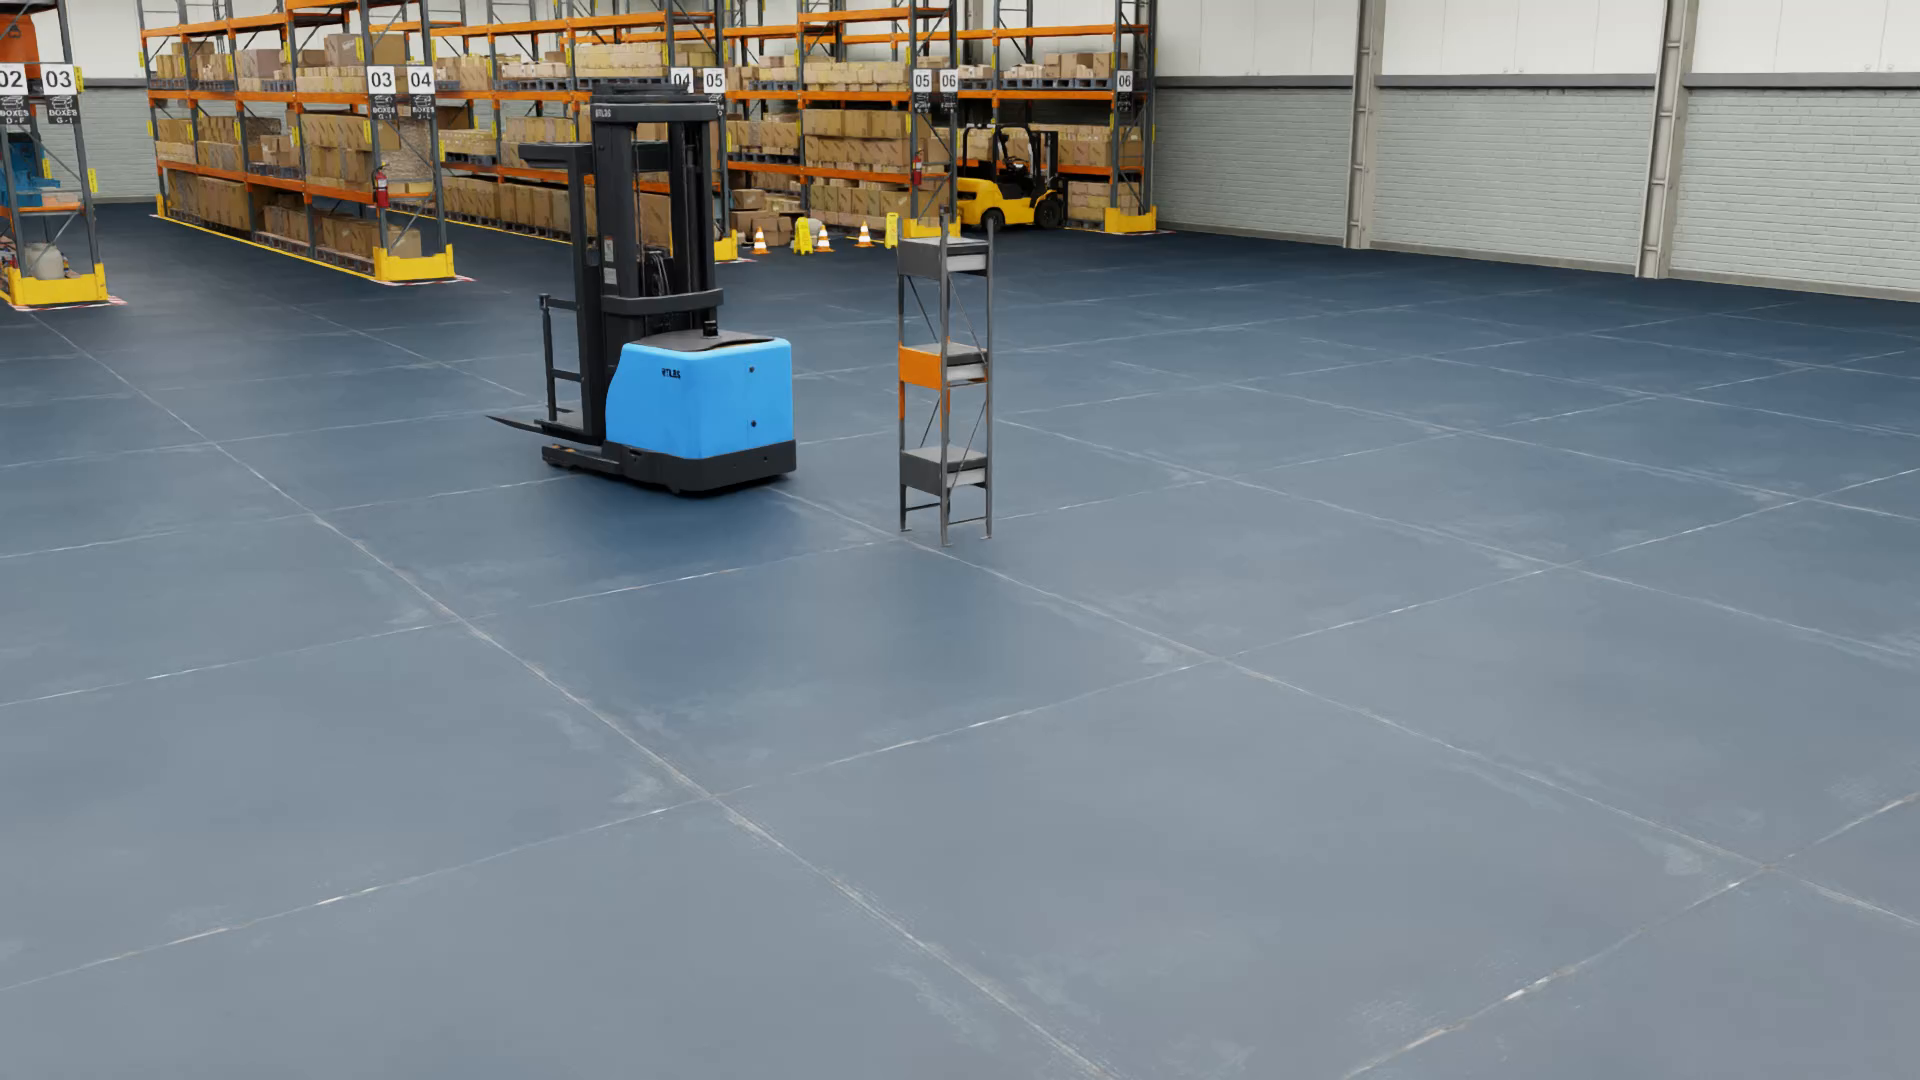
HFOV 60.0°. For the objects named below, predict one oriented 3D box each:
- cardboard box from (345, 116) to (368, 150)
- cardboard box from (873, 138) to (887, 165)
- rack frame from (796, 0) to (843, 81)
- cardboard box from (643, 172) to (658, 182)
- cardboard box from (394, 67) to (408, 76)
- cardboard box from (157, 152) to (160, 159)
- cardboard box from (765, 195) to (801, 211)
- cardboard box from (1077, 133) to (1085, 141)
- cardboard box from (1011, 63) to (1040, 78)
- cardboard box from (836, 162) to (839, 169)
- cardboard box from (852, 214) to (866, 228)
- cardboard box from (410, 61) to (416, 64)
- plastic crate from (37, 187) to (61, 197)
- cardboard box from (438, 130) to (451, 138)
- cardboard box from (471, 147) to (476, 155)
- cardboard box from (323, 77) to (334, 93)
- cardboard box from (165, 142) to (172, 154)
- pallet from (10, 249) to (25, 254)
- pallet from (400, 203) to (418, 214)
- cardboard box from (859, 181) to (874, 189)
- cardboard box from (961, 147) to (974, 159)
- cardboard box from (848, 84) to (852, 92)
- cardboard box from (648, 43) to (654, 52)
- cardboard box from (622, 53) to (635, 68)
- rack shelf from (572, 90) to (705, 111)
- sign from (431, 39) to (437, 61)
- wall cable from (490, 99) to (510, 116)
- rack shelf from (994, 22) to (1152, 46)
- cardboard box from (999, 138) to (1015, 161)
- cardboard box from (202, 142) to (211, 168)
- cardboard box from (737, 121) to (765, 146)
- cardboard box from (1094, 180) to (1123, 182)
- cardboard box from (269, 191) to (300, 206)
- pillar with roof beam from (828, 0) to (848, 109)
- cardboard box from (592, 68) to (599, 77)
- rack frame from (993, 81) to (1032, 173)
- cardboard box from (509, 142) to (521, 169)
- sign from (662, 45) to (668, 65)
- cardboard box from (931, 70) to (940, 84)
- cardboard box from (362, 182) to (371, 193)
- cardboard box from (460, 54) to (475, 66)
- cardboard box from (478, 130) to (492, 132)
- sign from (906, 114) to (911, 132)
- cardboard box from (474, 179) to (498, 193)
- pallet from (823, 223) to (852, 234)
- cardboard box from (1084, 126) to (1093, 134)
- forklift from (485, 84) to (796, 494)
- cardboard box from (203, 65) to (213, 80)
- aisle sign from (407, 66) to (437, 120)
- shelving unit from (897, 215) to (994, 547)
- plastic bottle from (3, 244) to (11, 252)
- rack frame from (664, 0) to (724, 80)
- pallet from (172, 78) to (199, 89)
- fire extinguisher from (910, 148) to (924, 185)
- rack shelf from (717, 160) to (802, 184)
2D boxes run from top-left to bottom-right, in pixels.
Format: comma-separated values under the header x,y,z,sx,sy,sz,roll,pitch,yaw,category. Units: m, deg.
x,y,z,sx,sy,sz,roll,pitch,yaw,category
-9.332,-6.408,26.159,0.500,0.500,0.500,-11,19,-35,cardboard box
-1.327,-7.459,31.896,0.500,0.500,0.500,-11,19,-34,cardboard box
-2.846,-10.835,33.616,1.000,3.000,0.127,-11,19,-35,rack frame
-5.035,-6.556,29.062,0.875,0.550,0.550,-11,19,-35,cardboard box
-8.485,-7.210,25.585,0.380,0.149,0.250,-11,19,-35,cardboard box
-17.976,-8.717,37.719,0.380,0.149,0.250,-11,19,-34,cardboard box
-3.992,-7.289,36.208,0.950,0.372,0.625,-10,18,-33,cardboard box
2.674,-8.419,34.738,0.380,0.149,0.250,-11,19,-35,cardboard box
1.459,-10.152,35.986,0.500,0.311,0.500,-10,18,-33,cardboard box
-2.250,-7.495,33.253,0.380,0.149,0.250,-11,19,-35,cardboard box
-1.798,-6.317,32.887,0.500,0.250,0.500,-12,19,-37,cardboard box
-12.241,-10.792,37.725,0.380,0.149,0.250,-11,19,-35,cardboard box
-13.709,-5.200,24.891,0.530,0.136,0.437,-11,19,-35,plastic crate
-11.318,-8.959,36.679,0.380,0.149,0.250,-11,19,-34,cardboard box
-10.101,-8.229,35.140,0.380,0.149,0.250,-10,18,-34,cardboard box
-9.890,-7.310,26.705,0.500,0.250,0.500,-11,19,-35,cardboard box
-17.250,-8.674,36.807,0.500,0.250,0.500,-12,19,-36,cardboard box
-16.083,-4.712,27.891,1.003,0.211,1.213,-11,19,-35,pallet
-12.639,-7.913,39.588,1.003,0.211,1.213,-11,19,-35,pallet
-1.745,-6.947,32.540,0.380,0.149,0.250,-10,18,-32,cardboard box
0.359,-8.814,37.880,0.500,0.250,0.500,-11,19,-35,cardboard box
-1.954,-8.832,32.458,0.380,0.149,0.250,-11,19,-34,cardboard box
-5.057,-8.331,28.131,0.380,0.149,0.250,-11,19,-34,cardboard box
-5.541,-8.341,28.924,0.500,0.250,0.500,-11,19,-35,cardboard box
-5.615,-7.824,29.661,1.077,0.370,4.000,-11,19,-35,rack shelf
-8.071,-7.501,25.464,0.100,0.325,0.005,-11,19,-35,sign
-13.236,-12.209,48.018,0.585,1.953,0.123,-11,19,-35,wall cable
2.343,-10.639,35.022,1.077,0.370,4.000,-11,19,-35,rack shelf
1.216,-8.625,36.719,0.500,0.500,0.500,-12,19,-36,cardboard box
-15.201,-7.915,34.124,0.500,0.500,0.500,-11,19,-34,cardboard box
-4.491,-8.835,36.126,0.500,0.500,0.500,-10,18,-34,cardboard box
3.092,-7.455,35.151,0.500,0.250,0.500,-11,19,-34,cardboard box
-12.796,-6.487,31.576,0.500,0.250,0.500,-10,18,-32,cardboard box
-6.700,-12.935,41.289,9.100,9.000,0.400,-11,19,-35,pillar with roof beam
-6.405,-8.435,30.022,0.380,0.149,0.250,-11,19,-35,cardboard box
1.167,-8.712,37.226,1.000,3.000,0.127,-11,19,-35,rack frame
-8.796,-7.808,33.731,0.500,0.500,0.500,-11,19,-35,cardboard box
-4.886,-8.051,27.602,0.100,0.325,0.005,-11,19,-35,sign
-0.574,-8.754,31.415,0.500,0.250,0.500,-11,19,-36,cardboard box
-9.180,-5.555,26.167,0.380,0.149,0.250,-11,19,-35,cardboard box
-10.364,-10.187,35.293,0.396,0.266,0.258,-11,19,-35,cardboard box
-10.335,-8.894,36.443,0.380,0.149,0.250,-12,19,-37,cardboard box
-0.955,-7.716,30.794,0.100,0.325,0.005,-11,19,-35,sign
-10.063,-7.575,35.591,0.500,0.250,0.500,-11,19,-34,cardboard box
-2.423,-6.458,34.272,1.003,0.211,1.213,-11,19,-35,pallet
2.792,-8.506,34.491,0.380,0.149,0.250,-10,18,-33,cardboard box
-2.689,-2.058,13.042,3.031,2.935,1.130,13,20,40,forklift
-14.994,-9.469,33.683,0.500,0.311,0.500,-12,19,-36,cardboard box
-8.231,-6.836,25.446,0.394,0.787,0.004,-11,19,-35,aisle sign
-0.097,-1.048,10.928,0.431,2.100,0.503,-11,19,-35,shelving unit
-14.613,-4.354,25.488,0.144,0.351,0.185,-11,19,-35,plastic bottle
-4.439,-9.191,27.610,1.000,3.000,0.127,-11,19,-35,rack frame
-16.039,-9.692,35.290,1.003,0.211,1.213,-11,19,-35,pallet
-0.800,-6.954,30.947,0.296,0.674,0.183,-11,19,-35,fire extinguisher
-4.022,-8.021,36.064,1.077,0.370,4.000,-11,19,-35,rack shelf
